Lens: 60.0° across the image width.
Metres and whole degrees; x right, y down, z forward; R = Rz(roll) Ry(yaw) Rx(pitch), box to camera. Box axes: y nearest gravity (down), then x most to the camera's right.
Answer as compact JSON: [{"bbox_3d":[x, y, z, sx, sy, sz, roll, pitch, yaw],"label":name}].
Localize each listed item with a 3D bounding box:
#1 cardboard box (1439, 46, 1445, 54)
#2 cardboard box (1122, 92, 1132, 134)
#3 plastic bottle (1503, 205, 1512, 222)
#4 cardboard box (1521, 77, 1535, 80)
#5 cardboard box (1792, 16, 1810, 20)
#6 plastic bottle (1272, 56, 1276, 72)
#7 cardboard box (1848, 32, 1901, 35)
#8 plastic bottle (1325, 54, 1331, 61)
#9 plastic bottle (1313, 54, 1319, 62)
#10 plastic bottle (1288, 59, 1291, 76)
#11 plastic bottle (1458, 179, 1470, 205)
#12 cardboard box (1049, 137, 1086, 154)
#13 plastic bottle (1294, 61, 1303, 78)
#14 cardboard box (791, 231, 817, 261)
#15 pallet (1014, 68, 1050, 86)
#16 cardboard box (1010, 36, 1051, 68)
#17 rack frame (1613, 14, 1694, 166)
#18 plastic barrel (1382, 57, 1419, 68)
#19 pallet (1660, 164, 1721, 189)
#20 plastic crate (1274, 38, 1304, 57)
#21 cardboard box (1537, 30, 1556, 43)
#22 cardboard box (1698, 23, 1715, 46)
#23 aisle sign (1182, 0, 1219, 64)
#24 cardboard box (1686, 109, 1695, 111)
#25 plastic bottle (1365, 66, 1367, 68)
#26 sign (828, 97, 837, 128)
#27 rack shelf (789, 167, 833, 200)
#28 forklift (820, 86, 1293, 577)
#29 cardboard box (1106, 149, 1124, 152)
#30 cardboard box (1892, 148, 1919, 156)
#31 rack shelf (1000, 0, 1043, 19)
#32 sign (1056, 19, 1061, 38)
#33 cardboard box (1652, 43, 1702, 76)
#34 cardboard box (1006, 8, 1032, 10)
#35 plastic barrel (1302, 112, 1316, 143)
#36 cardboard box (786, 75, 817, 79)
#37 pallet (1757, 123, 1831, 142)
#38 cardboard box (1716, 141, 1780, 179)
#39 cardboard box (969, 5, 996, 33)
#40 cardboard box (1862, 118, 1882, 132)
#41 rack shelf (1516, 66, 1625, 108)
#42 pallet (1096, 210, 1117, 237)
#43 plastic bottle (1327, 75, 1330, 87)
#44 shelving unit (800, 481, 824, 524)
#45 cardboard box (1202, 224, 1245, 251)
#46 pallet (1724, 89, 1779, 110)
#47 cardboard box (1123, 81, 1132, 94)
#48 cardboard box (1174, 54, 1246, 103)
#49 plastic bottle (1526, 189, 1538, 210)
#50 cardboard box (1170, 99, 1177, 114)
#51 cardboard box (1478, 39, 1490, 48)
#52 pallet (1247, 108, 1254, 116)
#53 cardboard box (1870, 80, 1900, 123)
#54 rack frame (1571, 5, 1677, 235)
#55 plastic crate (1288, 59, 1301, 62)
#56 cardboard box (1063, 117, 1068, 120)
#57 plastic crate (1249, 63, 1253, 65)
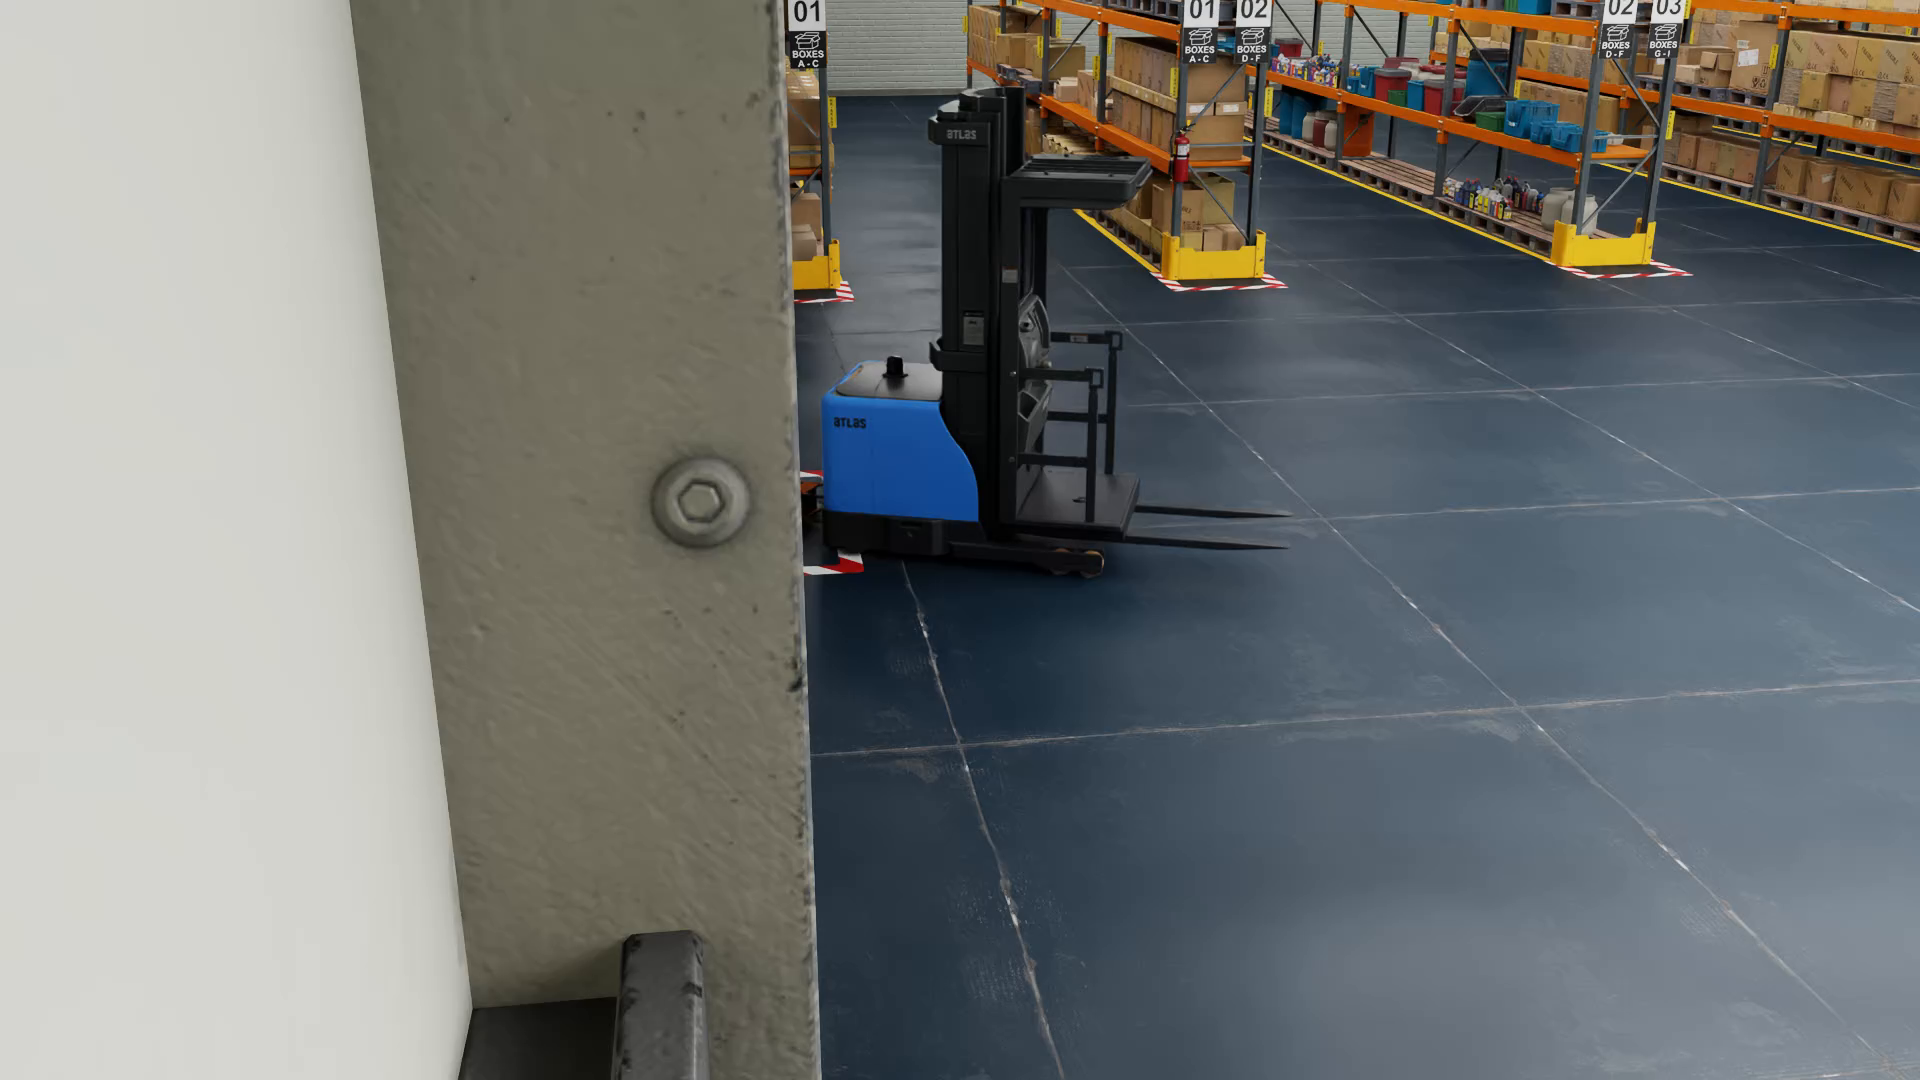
[{"bbox_3d":[10.215,-10.206,34.613,0.380,0.149,0.250,-3,21,-9],"label":"cardboard box"},{"bbox_3d":[2.531,-5.610,21.805,0.700,0.500,0.500,-3,21,-8],"label":"cardboard box"},{"bbox_3d":[7.159,-4.271,21.735,0.097,0.201,0.097,0,20,0],"label":"plastic bottle"},{"bbox_3d":[11.013,-8.601,32.393,0.875,0.875,0.875,-3,21,-8],"label":"cardboard box"},{"bbox_3d":[16.127,-10.205,32.255,0.500,0.500,0.500,-2,21,-6],"label":"cardboard box"},{"bbox_3d":[5.758,-8.714,30.426,0.061,0.283,0.133,-3,21,-8],"label":"plastic bottle"},{"bbox_3d":[12.592,-6.736,22.968,0.500,0.500,0.500,-3,21,-8],"label":"cardboard box"},{"bbox_3d":[6.610,-8.528,29.832,0.144,0.351,0.185,-3,21,-8],"label":"plastic bottle"},{"bbox_3d":[6.441,-8.585,29.984,0.144,0.351,0.185,-3,21,-8],"label":"plastic bottle"},{"bbox_3d":[5.886,-8.406,29.603,0.061,0.283,0.133,-3,21,-8],"label":"plastic bottle"},{"bbox_3d":[6.986,-4.812,22.969,0.144,0.351,0.185,-2,21,-6],"label":"plastic bottle"},{"bbox_3d":[1.671,-6.077,25.728,0.500,0.311,0.500,-3,21,-9],"label":"cardboard box"},{"bbox_3d":[5.984,-8.278,29.271,0.152,0.276,0.135,-3,21,-8],"label":"plastic bottle"},{"bbox_3d":[-1.957,-3.453,19.388,0.500,0.311,0.500,-5,21,-14],"label":"cardboard box"},{"bbox_3d":[1.517,-7.867,28.265,1.003,0.211,1.213,-3,21,-8],"label":"pallet"},{"bbox_3d":[1.234,-8.502,28.948,0.700,0.500,0.500,0,20,1],"label":"cardboard box"},{"bbox_3d":[11.605,-7.782,27.764,1.000,3.000,0.127,-3,21,-8],"label":"rack frame"},{"bbox_3d":[7.071,-7.450,26.682,0.600,0.536,0.708,-3,21,-8],"label":"plastic barrel"},{"bbox_3d":[11.889,-5.783,26.399,1.003,0.211,1.213,-3,21,-8],"label":"pallet"},{"bbox_3d":[6.247,-9.297,31.643,0.402,0.464,0.583,-3,21,-8],"label":"plastic crate"},{"bbox_3d":[11.129,-9.463,30.688,0.797,0.503,0.637,-3,21,-9],"label":"cardboard box"},{"bbox_3d":[15.406,-10.253,33.813,0.500,0.500,0.500,-3,21,-9],"label":"cardboard box"},{"bbox_3d":[2.674,-5.694,18.458,0.394,0.787,0.004,-3,21,-8],"label":"aisle sign"},{"bbox_3d":[15.304,-8.990,34.473,0.380,0.149,0.250,-4,21,-10],"label":"cardboard box"},{"bbox_3d":[6.887,-7.932,28.333,0.061,0.283,0.133,-3,21,-8],"label":"plastic bottle"},{"bbox_3d":[-1.410,-4.695,18.263,0.100,0.325,0.005,-3,21,-8],"label":"sign"},{"bbox_3d":[-2.235,-4.618,20.321,1.077,0.370,4.000,-3,21,-8],"label":"rack shelf"},{"bbox_3d":[0.662,-1.340,10.615,3.031,2.935,1.130,4,21,11],"label":"forklift"},{"bbox_3d":[2.423,-5.578,24.392,0.500,0.311,0.500,-4,21,-10],"label":"cardboard box"},{"bbox_3d":[16.527,-6.924,28.083,1.050,0.750,0.750,-3,21,-8],"label":"cardboard box"},{"bbox_3d":[1.513,-9.044,27.885,1.077,0.370,4.000,-3,21,-8],"label":"rack shelf"},{"bbox_3d":[1.774,-9.240,30.013,0.100,0.325,0.005,-3,21,-8],"label":"sign"},{"bbox_3d":[11.723,-7.840,27.178,0.500,0.500,0.500,-6,21,-14],"label":"cardboard box"},{"bbox_3d":[1.138,-10.074,32.330,0.500,0.500,0.500,-2,21,-6],"label":"cardboard box"},{"bbox_3d":[6.284,-7.314,29.466,0.421,0.512,0.421,0,20,0],"label":"plastic barrel"},{"bbox_3d":[-2.071,-5.617,21.082,0.500,0.500,0.500,-3,21,-8],"label":"cardboard box"},{"bbox_3d":[16.065,-7.806,31.814,1.003,0.211,1.213,-3,21,-8],"label":"pallet"},{"bbox_3d":[12.064,-5.812,25.433,0.700,0.500,0.500,-3,21,-8],"label":"cardboard box"},{"bbox_3d":[0.452,-10.401,33.206,0.500,0.500,0.500,-2,21,-6],"label":"cardboard box"},{"bbox_3d":[12.193,-5.496,22.004,0.380,0.149,0.250,-3,21,-8],"label":"cardboard box"},{"bbox_3d":[11.317,-8.137,29.744,1.077,0.370,4.000,-3,21,-8],"label":"rack shelf"},{"bbox_3d":[2.452,-4.315,22.467,1.003,0.211,1.213,-3,21,-8],"label":"pallet"},{"bbox_3d":[6.192,-7.678,27.770,0.097,0.201,0.097,0,20,0],"label":"plastic bottle"},{"bbox_3d":[-1.293,-0.295,11.673,1.050,0.215,0.252,7,21,21],"label":"shelving unit"},{"bbox_3d":[3.098,-3.619,19.948,0.500,0.250,0.500,-3,21,-8],"label":"cardboard box"},{"bbox_3d":[12.216,-6.579,24.818,1.003,0.211,1.213,-3,21,-8],"label":"pallet"},{"bbox_3d":[2.340,-5.879,21.601,0.380,0.149,0.250,-3,21,-8],"label":"cardboard box"},{"bbox_3d":[2.893,-5.349,19.253,0.700,0.500,0.500,-3,21,-8],"label":"cardboard box"},{"bbox_3d":[7.752,-4.634,22.600,0.152,0.276,0.135,-3,21,-7],"label":"plastic bottle"},{"bbox_3d":[2.672,-5.077,19.453,0.380,0.149,0.250,-2,21,-6],"label":"cardboard box"},{"bbox_3d":[10.554,-9.731,32.772,0.500,0.250,0.500,-2,21,-7],"label":"cardboard box"},{"bbox_3d":[5.631,-8.708,34.229,1.003,0.211,1.213,-3,21,-8],"label":"pallet"},{"bbox_3d":[12.486,-5.732,21.708,0.875,0.500,0.500,-3,21,-8],"label":"cardboard box"},{"bbox_3d":[7.857,-4.762,19.679,1.000,3.000,0.127,-3,21,-8],"label":"rack frame"},{"bbox_3d":[6.202,-8.990,31.289,0.396,0.136,0.243,-3,21,-8],"label":"plastic crate"},{"bbox_3d":[1.790,-7.026,28.684,0.500,0.500,0.500,-4,21,-10],"label":"cardboard box"},{"bbox_3d":[5.700,-9.190,31.842,0.437,0.125,0.590,-3,21,-8],"label":"plastic crate"}]
